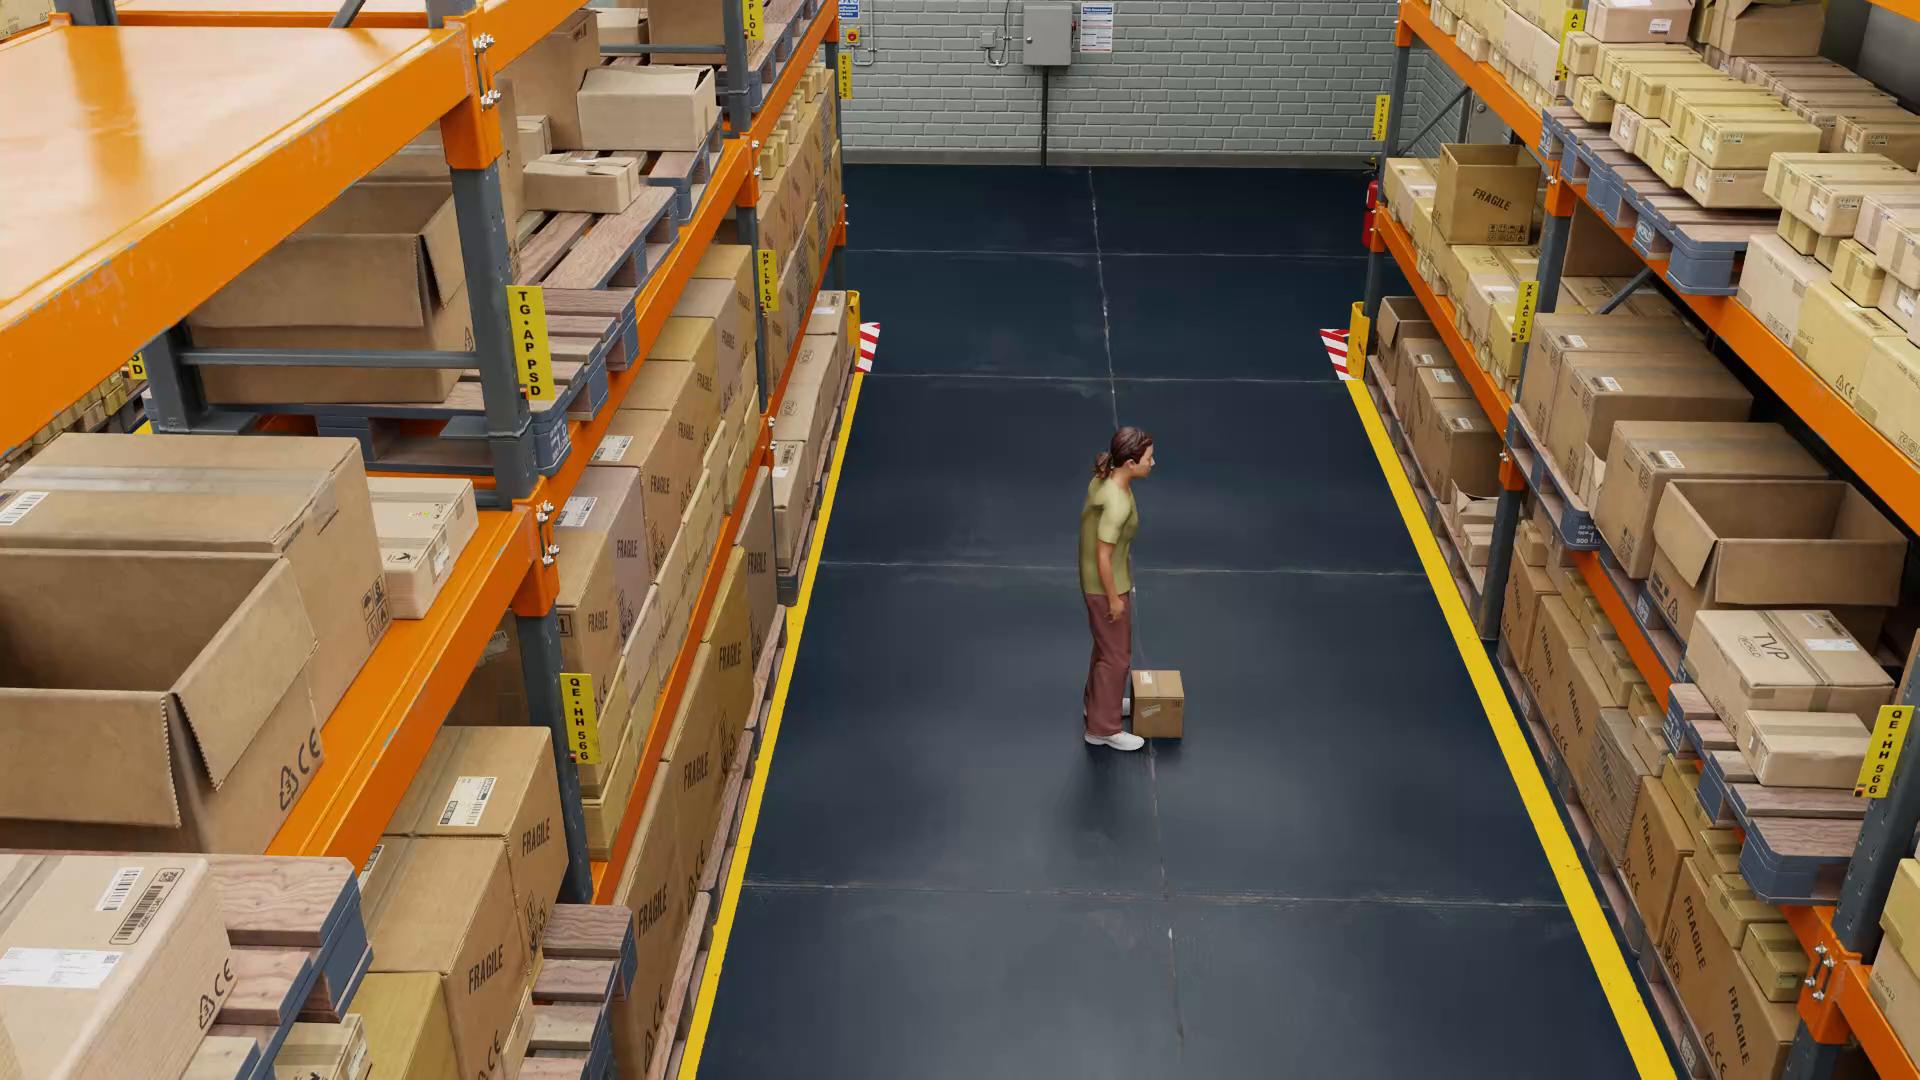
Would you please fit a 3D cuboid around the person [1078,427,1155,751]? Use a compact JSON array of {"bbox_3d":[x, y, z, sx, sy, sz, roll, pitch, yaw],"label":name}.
[{"bbox_3d":[0.763,0.321,8.271,0.365,1.438,0.498,1,28,2],"label":"person"}]
